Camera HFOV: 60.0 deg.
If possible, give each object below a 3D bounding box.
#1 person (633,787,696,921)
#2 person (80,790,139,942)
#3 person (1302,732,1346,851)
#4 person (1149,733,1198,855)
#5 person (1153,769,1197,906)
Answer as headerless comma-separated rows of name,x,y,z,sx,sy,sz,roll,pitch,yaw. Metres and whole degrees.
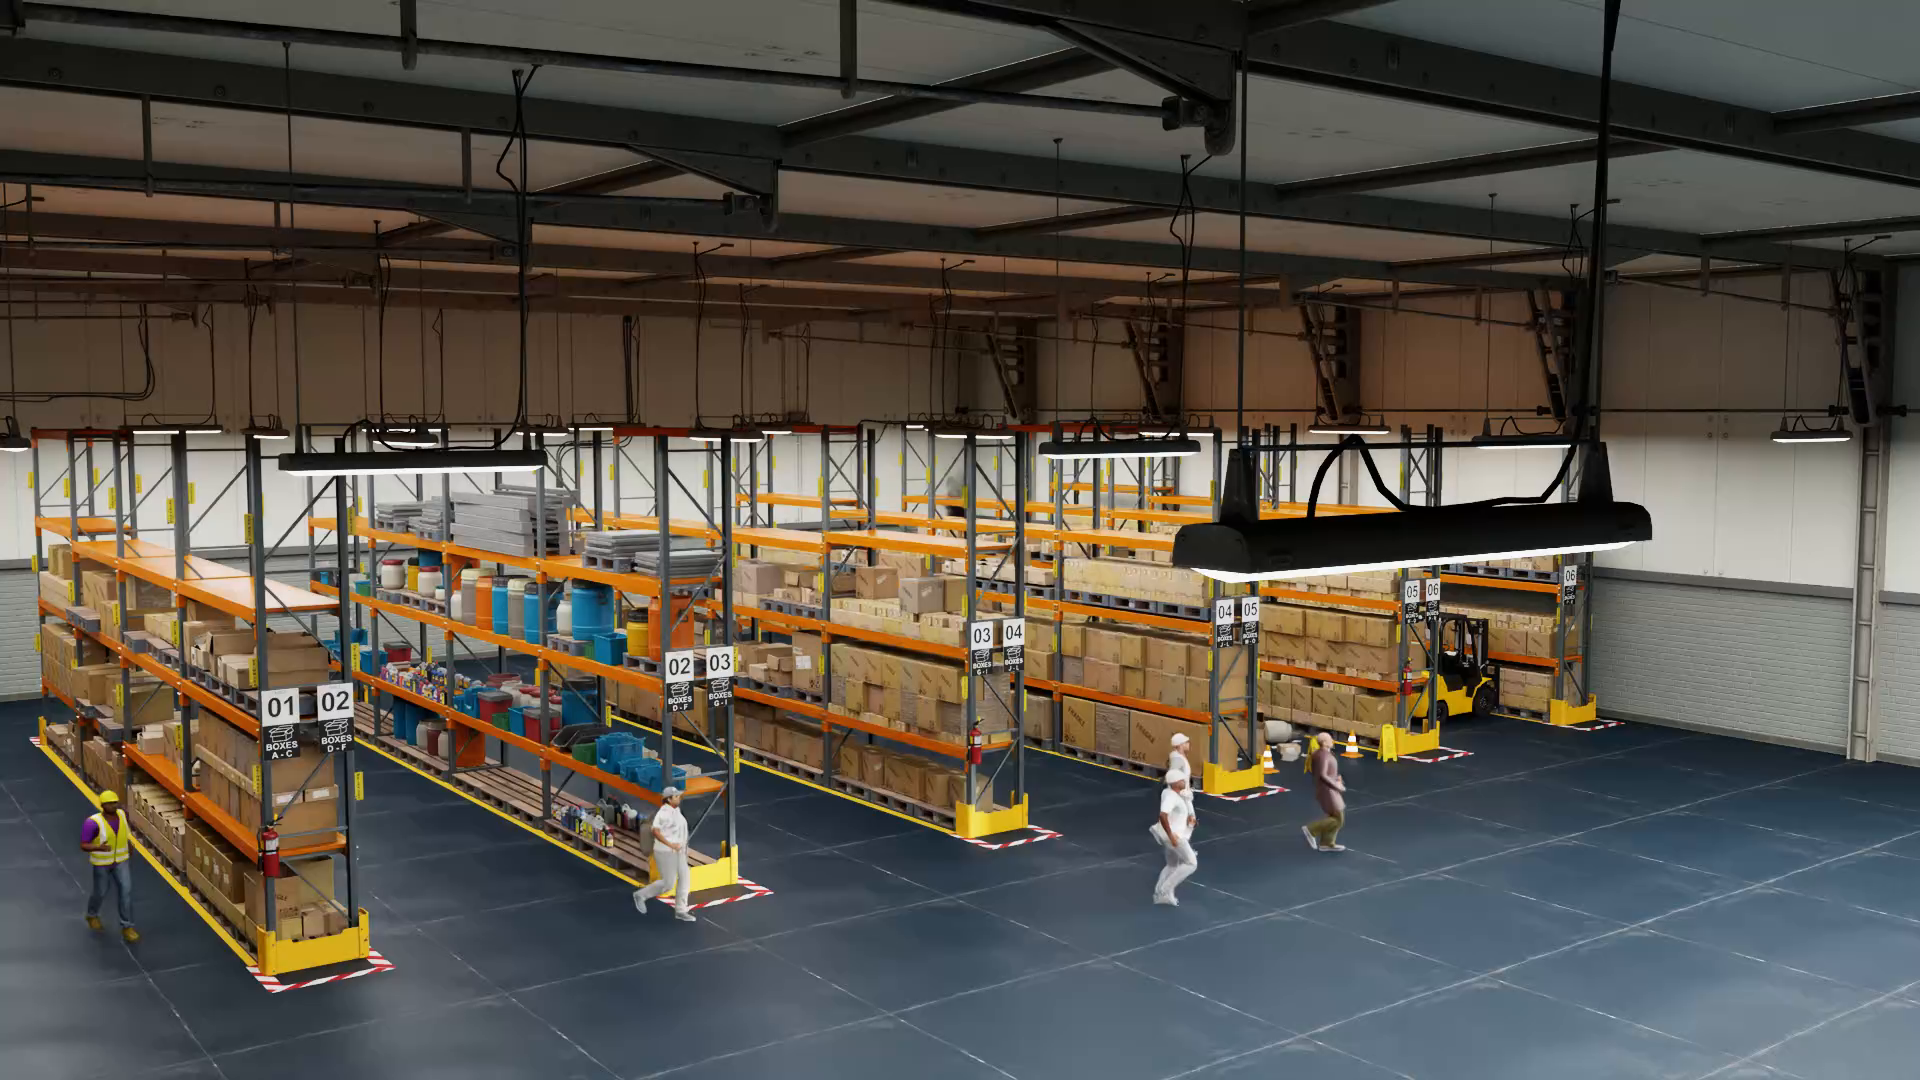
person,-3.612,3.893,20.772,0.817,1.619,0.671,1,5,15
person,-10.204,3.869,19.920,0.935,1.781,0.654,4,6,40
person,5.201,3.600,23.752,0.668,1.724,0.710,0,4,0
person,3.034,3.610,23.608,0.693,1.748,0.662,0,4,2
person,2.773,3.789,21.248,0.612,1.730,0.704,-1,5,-7
